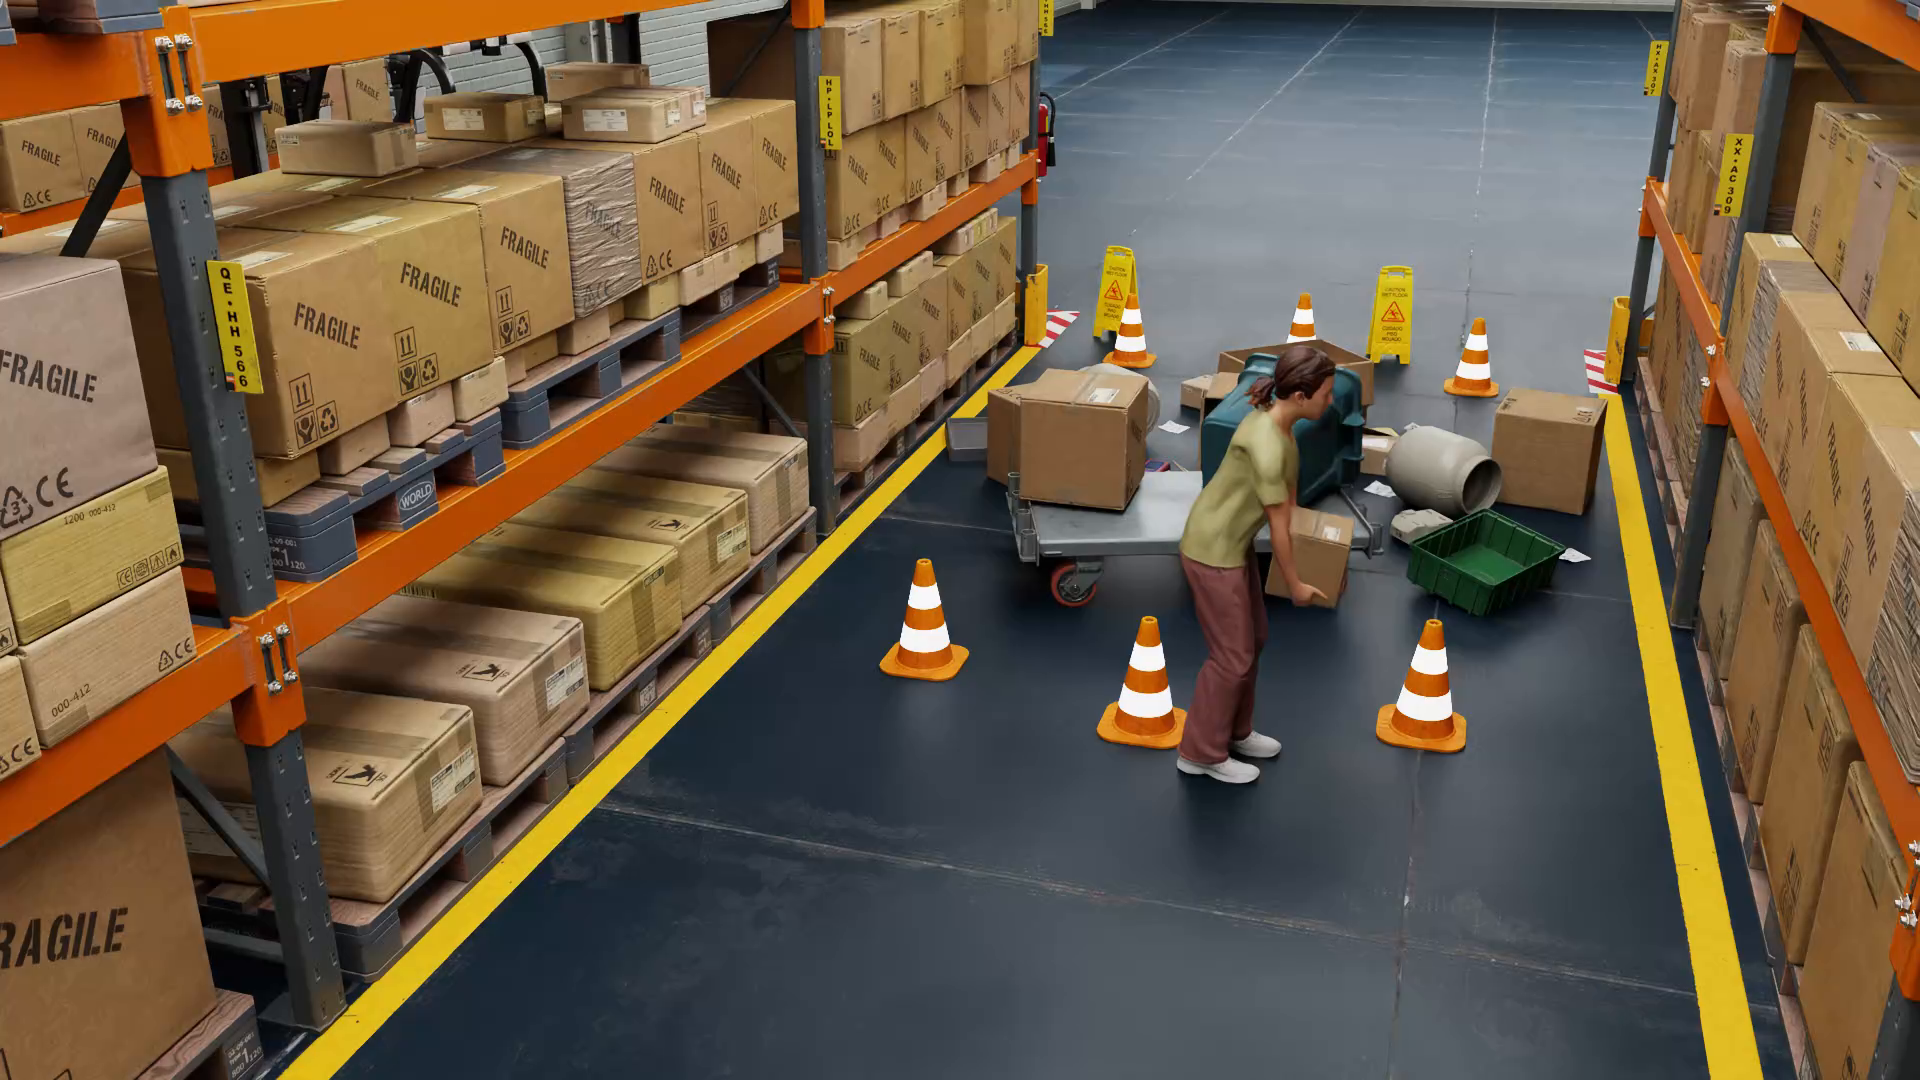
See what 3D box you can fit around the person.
[{"bbox_3d":[1.060,0.189,6.000,0.535,1.400,0.404,6,23,15],"label":"person"}]
